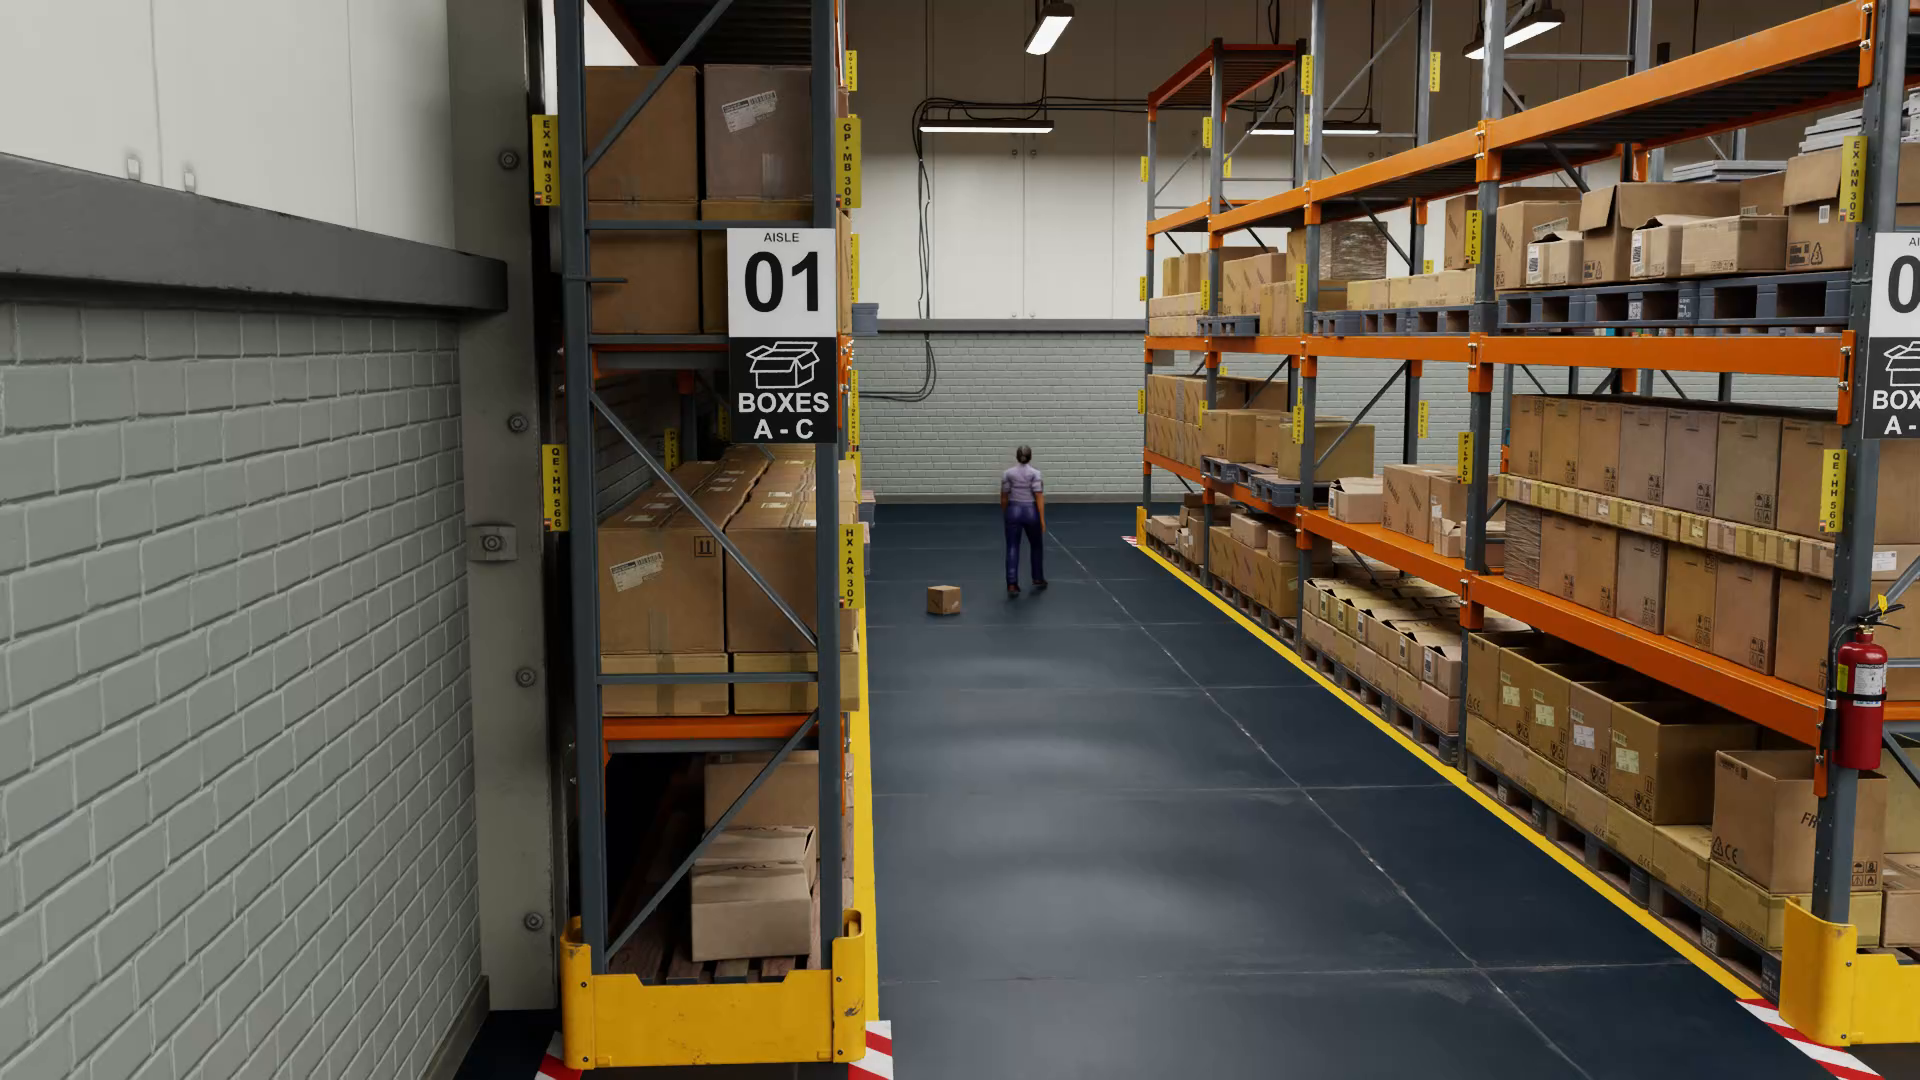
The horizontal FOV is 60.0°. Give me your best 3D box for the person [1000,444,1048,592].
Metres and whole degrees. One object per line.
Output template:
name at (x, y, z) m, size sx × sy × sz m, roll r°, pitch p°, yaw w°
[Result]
person at (0.703, -0.249, 18.331) m, size 0.517 × 1.588 × 0.926 m, roll 1°, pitch 7°, yaw 7°
